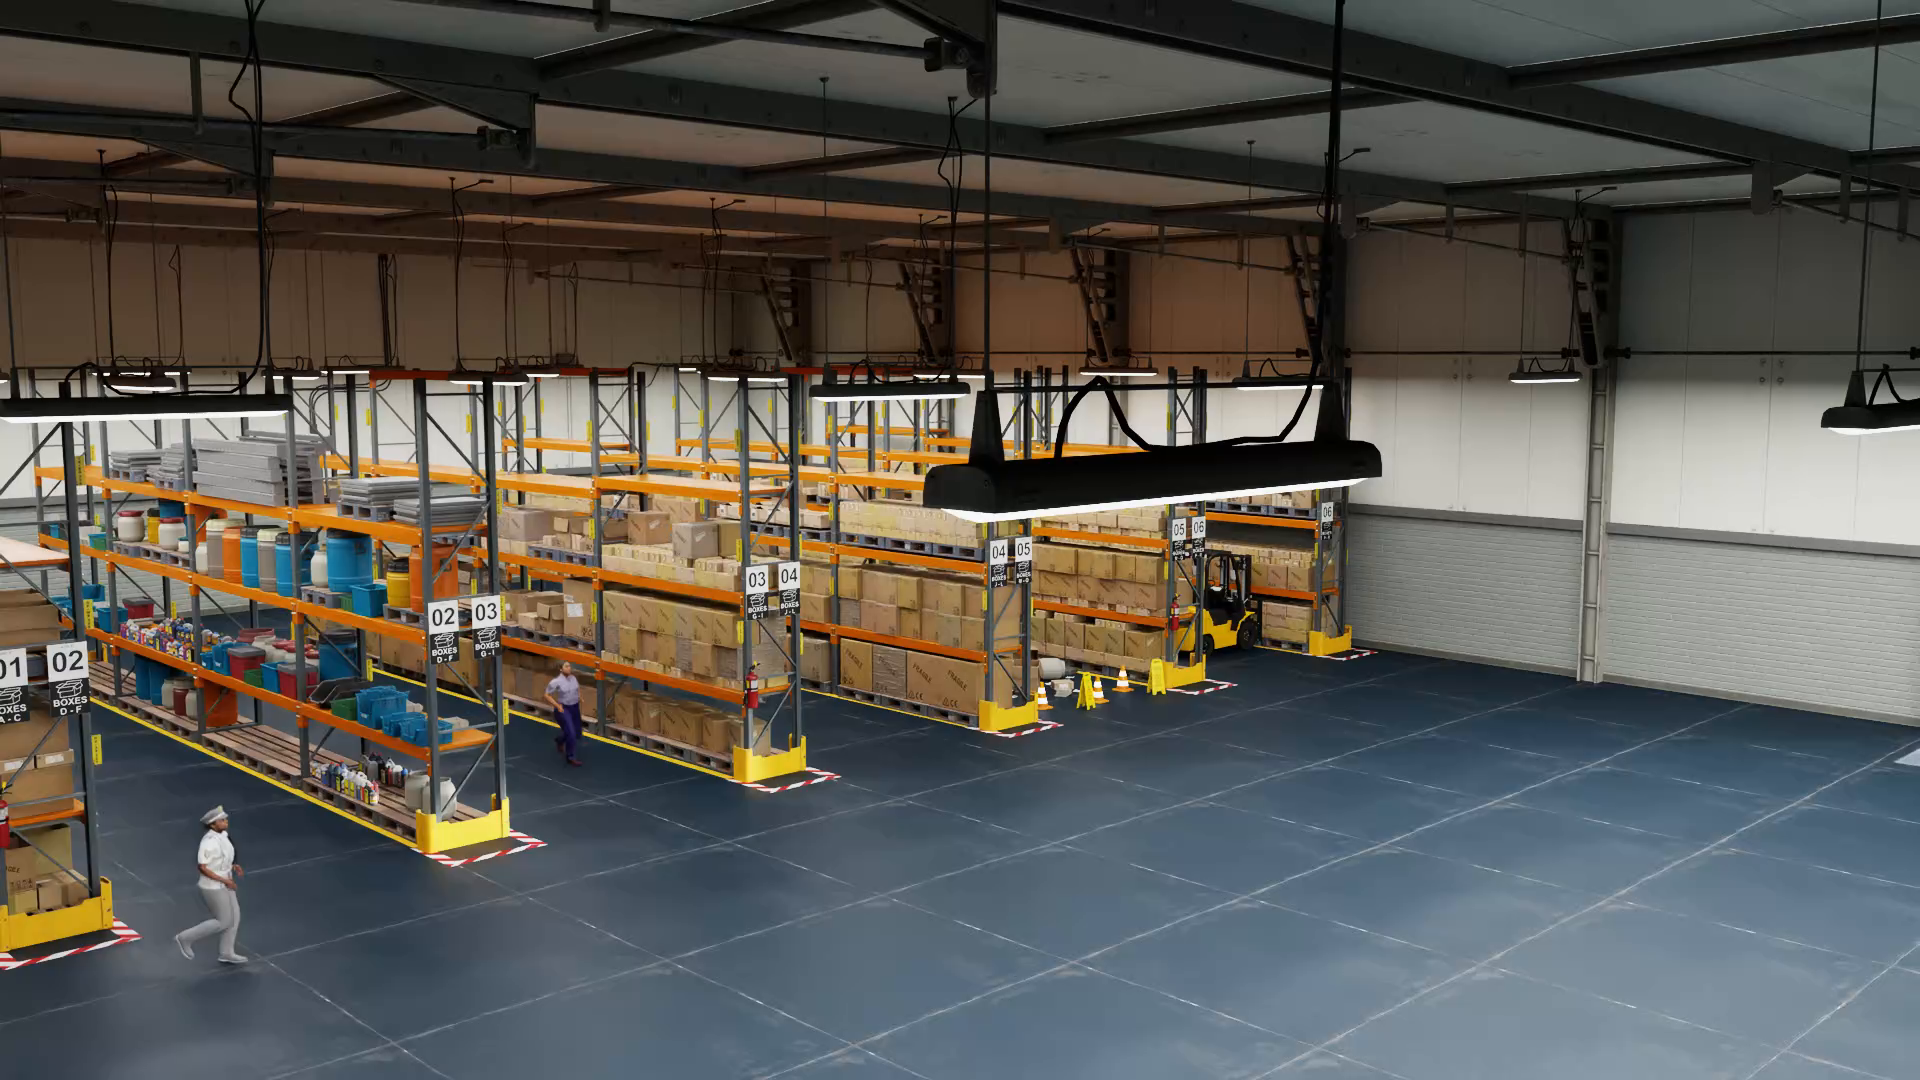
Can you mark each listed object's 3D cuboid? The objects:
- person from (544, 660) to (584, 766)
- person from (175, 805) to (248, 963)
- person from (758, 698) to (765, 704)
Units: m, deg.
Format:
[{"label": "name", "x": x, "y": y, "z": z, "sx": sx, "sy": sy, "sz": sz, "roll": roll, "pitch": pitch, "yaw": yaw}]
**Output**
[{"label": "person", "x": -6.092, "y": 2.645, "z": 25.647, "sx": 0.727, "sy": 1.602, "sz": 0.615, "roll": 5, "pitch": 8, "yaw": 36}, {"label": "person", "x": -7.766, "y": 3.575, "z": 17.241, "sx": 0.658, "sy": 1.685, "sz": 0.581, "roll": -1, "pitch": 7, "yaw": -10}, {"label": "person", "x": -3.949, "y": 2.082, "z": 30.240, "sx": 1.000, "sy": 1.758, "sz": 0.643, "roll": 5, "pitch": 8, "yaw": 39}]
